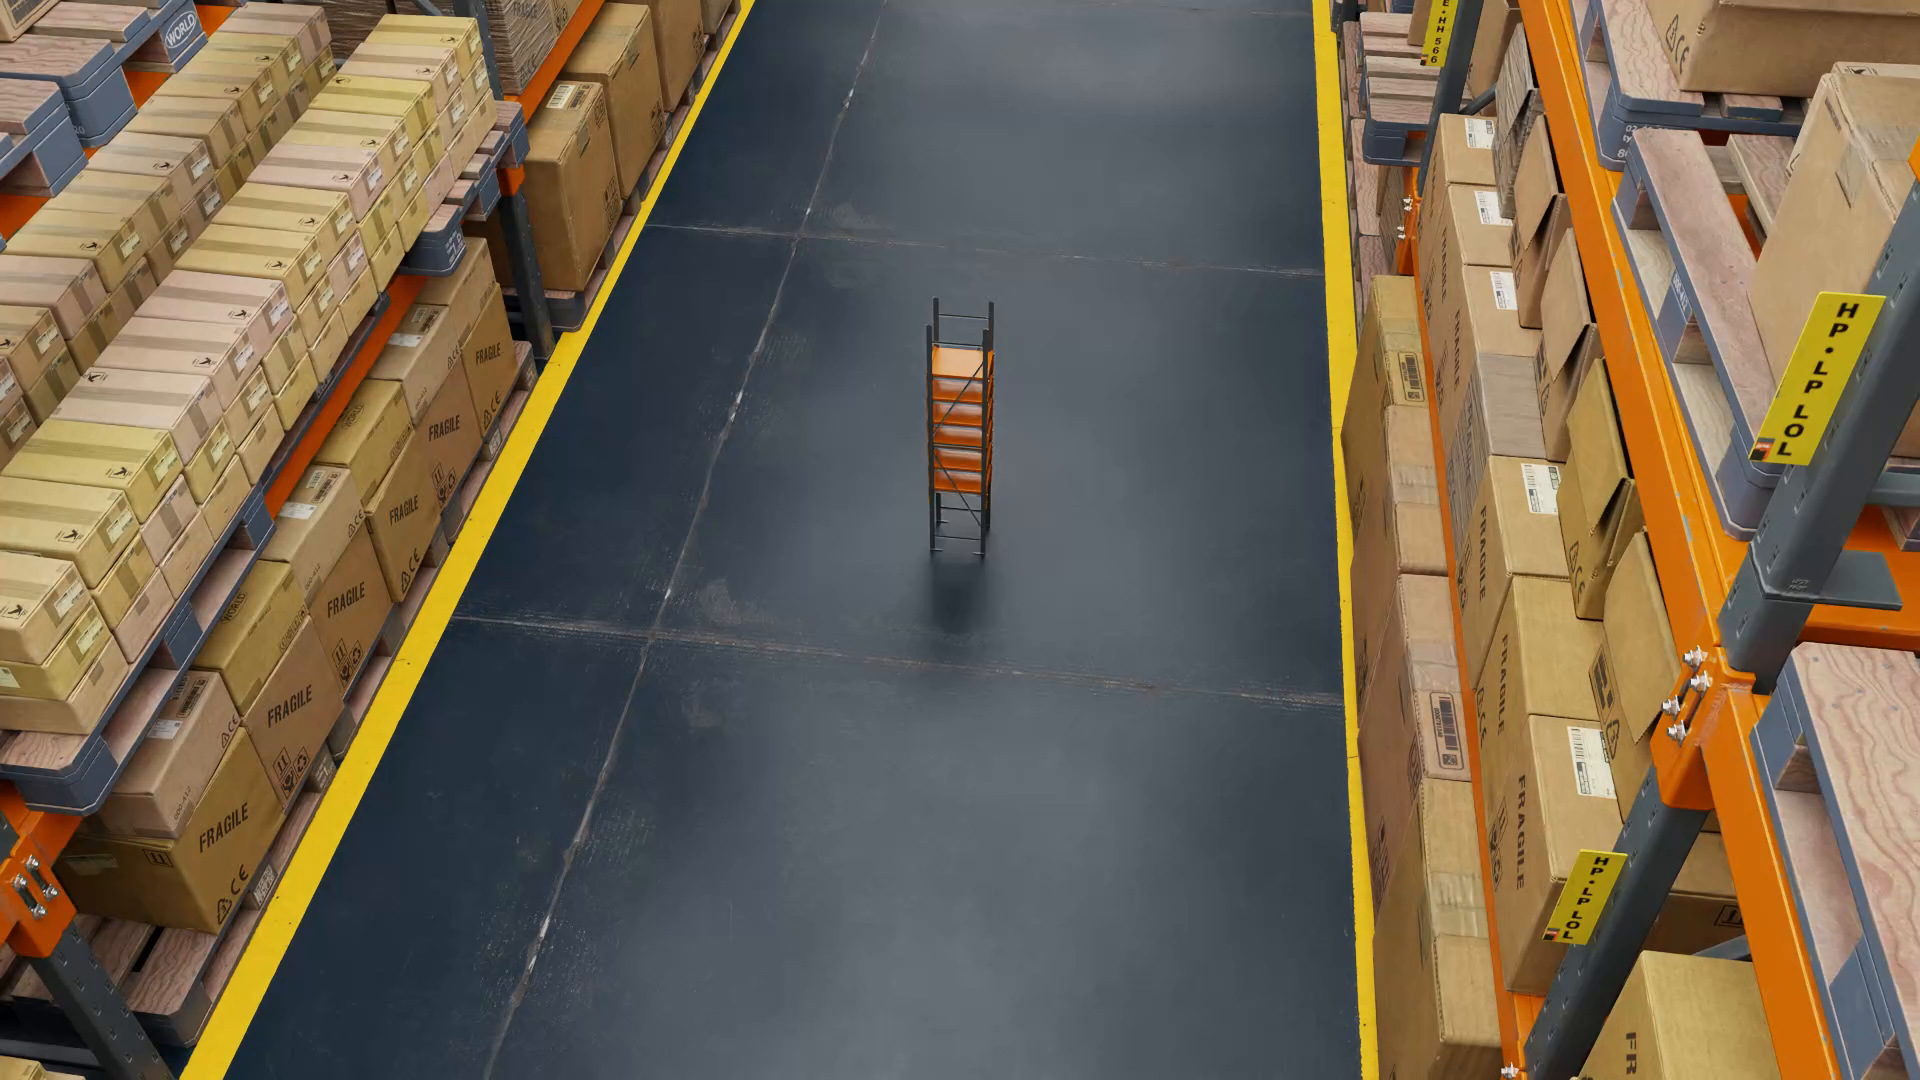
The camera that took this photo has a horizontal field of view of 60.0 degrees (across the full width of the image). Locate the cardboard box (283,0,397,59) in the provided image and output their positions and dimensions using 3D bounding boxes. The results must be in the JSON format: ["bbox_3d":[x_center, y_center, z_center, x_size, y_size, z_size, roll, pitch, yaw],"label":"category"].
[{"bbox_3d":[-2.723,-2.423,7.576,0.500,0.500,0.500,5,44,6],"label":"cardboard box"}]

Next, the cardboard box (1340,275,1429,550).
[{"bbox_3d":[2.274,-0.448,6.803,1.225,0.875,0.875,3,44,4],"label":"cardboard box"}]

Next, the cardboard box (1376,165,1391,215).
[{"bbox_3d":[2.584,-2.012,8.713,0.700,0.500,0.500,9,44,9],"label":"cardboard box"}]

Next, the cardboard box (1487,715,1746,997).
[{"bbox_3d":[1.649,0.811,4.161,0.500,0.500,0.500,5,44,6],"label":"cardboard box"}]

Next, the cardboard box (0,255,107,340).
[{"bbox_3d":[-3.013,-0.786,5.365,0.380,0.149,0.250,3,44,4],"label":"cardboard box"}]

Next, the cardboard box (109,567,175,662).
[{"bbox_3d":[-2.507,0.194,4.763,0.380,0.149,0.250,6,44,6],"label":"cardboard box"}]

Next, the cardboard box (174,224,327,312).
[{"bbox_3d":[-2.335,-0.898,5.484,0.380,0.149,0.250,6,44,7],"label":"cardboard box"}]

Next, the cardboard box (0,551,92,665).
[{"bbox_3d":[-2.538,0.167,4.359,0.380,0.149,0.250,7,44,8],"label":"cardboard box"}]

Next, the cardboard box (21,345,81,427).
[{"bbox_3d":[-3.052,-0.500,5.279,0.380,0.149,0.250,3,44,3],"label":"cardboard box"}]

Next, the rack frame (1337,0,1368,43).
[{"bbox_3d":[2.915,-4.261,9.591,1.000,3.000,0.127,5,44,6],"label":"rack frame"}]

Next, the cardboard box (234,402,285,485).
[{"bbox_3d":[-2.402,-0.321,5.307,0.380,0.149,0.250,3,44,4],"label":"cardboard box"}]

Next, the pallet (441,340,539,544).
[{"bbox_3d":[-2.621,-0.510,7.657,1.003,0.211,1.213,5,44,6],"label":"pallet"}]

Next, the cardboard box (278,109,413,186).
[{"bbox_3d":[-2.229,-1.425,6.040,0.380,0.149,0.250,6,44,7],"label":"cardboard box"}]

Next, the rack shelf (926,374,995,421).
[{"bbox_3d":[0.002,-0.588,6.736,0.258,0.103,0.180,5,44,6],"label":"rack shelf"}]

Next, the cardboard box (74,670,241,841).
[{"bbox_3d":[-2.686,0.674,5.345,0.500,0.250,0.500,3,44,4],"label":"cardboard box"}]

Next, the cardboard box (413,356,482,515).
[{"bbox_3d":[-2.417,-0.474,7.104,0.500,0.500,0.500,7,44,7],"label":"cardboard box"}]

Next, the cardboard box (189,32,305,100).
[{"bbox_3d":[-2.803,-1.851,6.491,0.380,0.149,0.250,4,44,4],"label":"cardboard box"}]

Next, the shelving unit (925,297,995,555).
[{"bbox_3d":[0.002,-0.446,6.870,0.258,1.200,0.189,5,44,6],"label":"shelving unit"}]

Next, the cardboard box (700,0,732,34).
[{"bbox_3d":[-1.981,-3.685,10.314,1.050,0.750,0.750,5,44,5],"label":"cardboard box"}]

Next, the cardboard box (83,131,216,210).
[{"bbox_3d":[-2.909,-1.320,5.929,0.380,0.149,0.250,7,44,7],"label":"cardboard box"}]

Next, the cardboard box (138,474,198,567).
[{"bbox_3d":[-2.472,-0.078,4.833,0.380,0.149,0.250,6,44,7],"label":"cardboard box"}]

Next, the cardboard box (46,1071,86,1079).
[{"bbox_3d":[-2.772,1.689,4.858,0.380,0.149,0.250,6,44,6],"label":"cardboard box"}]

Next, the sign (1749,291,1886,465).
[{"bbox_3d":[1.318,-0.243,2.561,0.100,0.325,0.005,5,44,6],"label":"sign"}]

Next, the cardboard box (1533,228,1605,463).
[{"bbox_3d":[2.103,-0.537,4.856,0.797,0.503,0.637,7,44,7],"label":"cardboard box"}]

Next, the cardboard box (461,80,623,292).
[{"bbox_3d":[-2.347,-1.797,8.320,1.050,0.750,0.750,5,44,5],"label":"cardboard box"}]

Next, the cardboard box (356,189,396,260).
[{"bbox_3d":[-2.265,-1.145,5.960,0.380,0.149,0.250,5,44,5],"label":"cardboard box"}]

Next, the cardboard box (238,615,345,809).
[{"bbox_3d":[-2.617,0.586,5.984,0.500,0.500,0.500,7,44,7],"label":"cardboard box"}]

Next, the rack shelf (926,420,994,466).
[{"bbox_3d":[0.002,-0.413,6.901,0.258,0.103,0.180,5,44,6],"label":"rack shelf"}]

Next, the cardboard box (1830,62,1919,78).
[{"bbox_3d":[2.203,-0.961,3.801,0.380,0.149,0.250,4,44,4],"label":"cardboard box"}]

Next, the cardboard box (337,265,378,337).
[{"bbox_3d":[-2.301,-0.865,5.881,0.380,0.149,0.250,6,44,7],"label":"cardboard box"}]

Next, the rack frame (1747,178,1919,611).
[{"bbox_3d":[1.858,-0.988,1.770,1.000,3.000,0.127,5,44,6],"label":"rack frame"}]

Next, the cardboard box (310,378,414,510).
[{"bbox_3d":[-2.486,-0.392,6.472,0.500,0.250,0.500,6,44,6],"label":"cardboard box"}]

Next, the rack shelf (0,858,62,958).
[{"bbox_3d":[-3.310,2.295,3.190,1.077,0.370,4.000,5,44,6],"label":"rack shelf"}]

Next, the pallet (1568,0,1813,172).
[{"bbox_3d":[2.209,-1.350,4.472,1.003,0.211,1.213,7,44,7],"label":"pallet"}]

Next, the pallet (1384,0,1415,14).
[{"bbox_3d":[2.607,-2.818,8.207,1.003,0.211,1.213,5,44,6],"label":"pallet"}]

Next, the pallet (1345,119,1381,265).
[{"bbox_3d":[2.655,-1.884,9.109,1.003,0.211,1.213,5,44,6],"label":"pallet"}]

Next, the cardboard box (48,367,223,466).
[{"bbox_3d":[-2.435,-0.368,4.924,0.380,0.149,0.250,5,44,5],"label":"cardboard box"}]

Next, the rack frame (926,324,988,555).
[{"bbox_3d":[-0.010,-0.383,6.804,0.240,1.200,0.006,5,44,6],"label":"rack frame"}]

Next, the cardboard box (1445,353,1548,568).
[{"bbox_3d":[1.854,-0.223,5.254,0.500,0.500,0.500,5,44,6],"label":"cardboard box"}]

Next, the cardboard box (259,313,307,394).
[{"bbox_3d":[-2.369,-0.619,5.406,0.380,0.149,0.250,5,44,5],"label":"cardboard box"}]

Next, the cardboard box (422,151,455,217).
[{"bbox_3d":[-2.194,-1.394,6.440,0.380,0.149,0.250,6,44,6],"label":"cardboard box"}]

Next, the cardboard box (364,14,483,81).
[{"bbox_3d":[-2.127,-1.957,6.601,0.380,0.149,0.250,4,44,4],"label":"cardboard box"}]

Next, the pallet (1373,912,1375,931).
[{"bbox_3d":[1.885,1.671,5.354,1.003,0.211,1.213,5,44,6],"label":"pallet"}]

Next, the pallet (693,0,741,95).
[{"bbox_3d":[-2.015,-3.236,10.536,1.003,0.211,1.213,5,44,6],"label":"pallet"}]

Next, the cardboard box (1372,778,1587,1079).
[{"bbox_3d":[1.922,1.372,4.882,1.225,0.875,0.875,5,44,6],"label":"cardboard box"}]

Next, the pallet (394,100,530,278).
[{"bbox_3d":[-2.505,-1.490,6.804,1.213,0.211,1.003,5,44,6],"label":"pallet"}]

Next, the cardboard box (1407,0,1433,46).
[{"bbox_3d":[2.393,-2.485,7.337,0.700,0.500,0.500,11,45,12],"label":"cardboard box"}]

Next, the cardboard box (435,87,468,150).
[{"bbox_3d":[-2.164,-1.664,6.509,0.380,0.149,0.250,7,44,7],"label":"cardboard box"}]

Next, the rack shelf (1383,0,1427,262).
[{"bbox_3d":[2.651,-2.637,8.399,1.077,0.370,4.000,5,44,6],"label":"rack shelf"}]

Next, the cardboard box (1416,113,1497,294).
[{"bbox_3d":[2.052,-1.265,6.354,0.500,0.500,0.500,6,44,7],"label":"cardboard box"}]

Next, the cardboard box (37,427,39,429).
[{"bbox_3d":[-3.056,-0.386,5.376,0.380,0.149,0.250,4,44,4],"label":"cardboard box"}]

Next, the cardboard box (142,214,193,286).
[{"bbox_3d":[-2.948,-1.035,5.845,0.380,0.149,0.250,5,44,5],"label":"cardboard box"}]

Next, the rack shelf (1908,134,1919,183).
[{"bbox_3d":[2.122,-1.944,3.595,1.077,0.370,4.000,5,44,6],"label":"rack shelf"}]

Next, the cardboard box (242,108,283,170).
[{"bbox_3d":[-2.845,-1.546,6.384,0.380,0.149,0.250,4,44,4],"label":"cardboard box"}]
